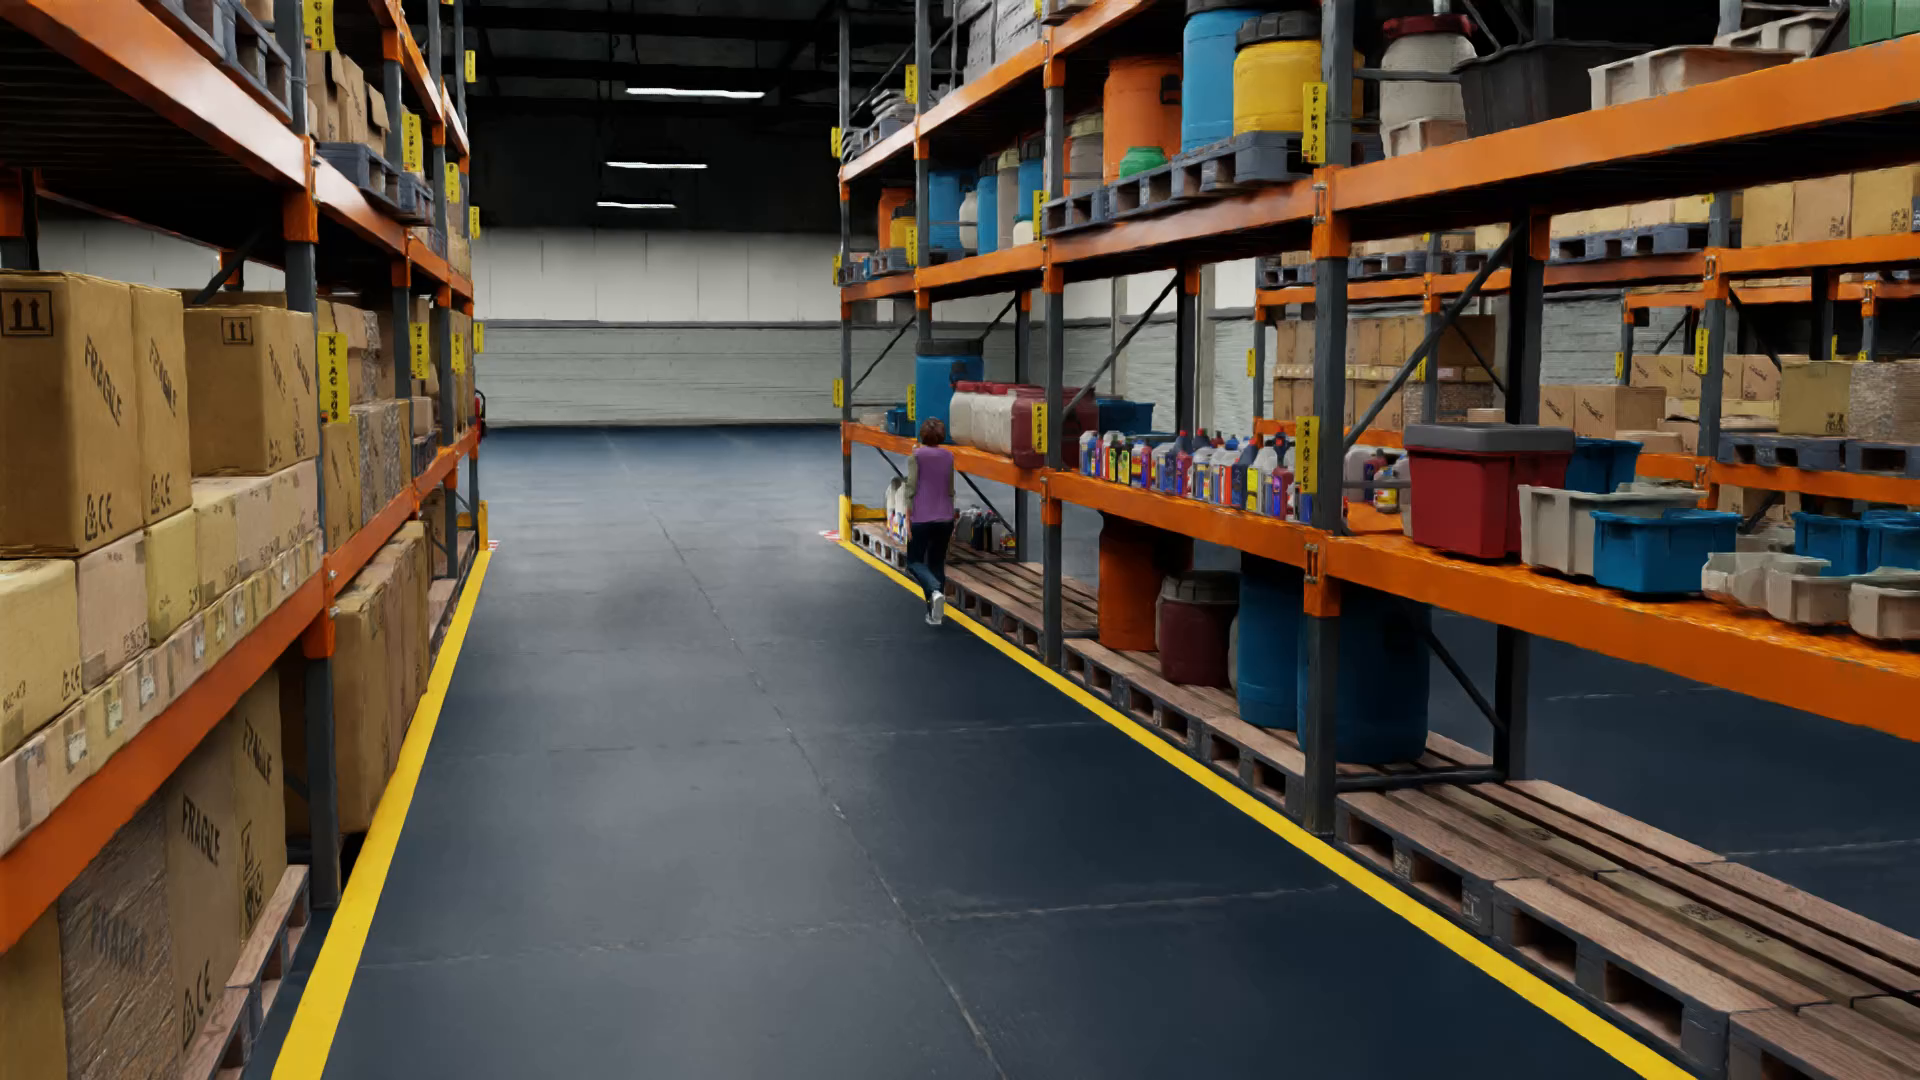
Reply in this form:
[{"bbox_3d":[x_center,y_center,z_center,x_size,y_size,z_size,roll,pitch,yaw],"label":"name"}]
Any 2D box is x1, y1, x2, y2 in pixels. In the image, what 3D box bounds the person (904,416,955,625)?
[{"bbox_3d":[-0.209,-0.131,12.437,0.421,1.579,0.619,-3,7,-24],"label":"person"}]
